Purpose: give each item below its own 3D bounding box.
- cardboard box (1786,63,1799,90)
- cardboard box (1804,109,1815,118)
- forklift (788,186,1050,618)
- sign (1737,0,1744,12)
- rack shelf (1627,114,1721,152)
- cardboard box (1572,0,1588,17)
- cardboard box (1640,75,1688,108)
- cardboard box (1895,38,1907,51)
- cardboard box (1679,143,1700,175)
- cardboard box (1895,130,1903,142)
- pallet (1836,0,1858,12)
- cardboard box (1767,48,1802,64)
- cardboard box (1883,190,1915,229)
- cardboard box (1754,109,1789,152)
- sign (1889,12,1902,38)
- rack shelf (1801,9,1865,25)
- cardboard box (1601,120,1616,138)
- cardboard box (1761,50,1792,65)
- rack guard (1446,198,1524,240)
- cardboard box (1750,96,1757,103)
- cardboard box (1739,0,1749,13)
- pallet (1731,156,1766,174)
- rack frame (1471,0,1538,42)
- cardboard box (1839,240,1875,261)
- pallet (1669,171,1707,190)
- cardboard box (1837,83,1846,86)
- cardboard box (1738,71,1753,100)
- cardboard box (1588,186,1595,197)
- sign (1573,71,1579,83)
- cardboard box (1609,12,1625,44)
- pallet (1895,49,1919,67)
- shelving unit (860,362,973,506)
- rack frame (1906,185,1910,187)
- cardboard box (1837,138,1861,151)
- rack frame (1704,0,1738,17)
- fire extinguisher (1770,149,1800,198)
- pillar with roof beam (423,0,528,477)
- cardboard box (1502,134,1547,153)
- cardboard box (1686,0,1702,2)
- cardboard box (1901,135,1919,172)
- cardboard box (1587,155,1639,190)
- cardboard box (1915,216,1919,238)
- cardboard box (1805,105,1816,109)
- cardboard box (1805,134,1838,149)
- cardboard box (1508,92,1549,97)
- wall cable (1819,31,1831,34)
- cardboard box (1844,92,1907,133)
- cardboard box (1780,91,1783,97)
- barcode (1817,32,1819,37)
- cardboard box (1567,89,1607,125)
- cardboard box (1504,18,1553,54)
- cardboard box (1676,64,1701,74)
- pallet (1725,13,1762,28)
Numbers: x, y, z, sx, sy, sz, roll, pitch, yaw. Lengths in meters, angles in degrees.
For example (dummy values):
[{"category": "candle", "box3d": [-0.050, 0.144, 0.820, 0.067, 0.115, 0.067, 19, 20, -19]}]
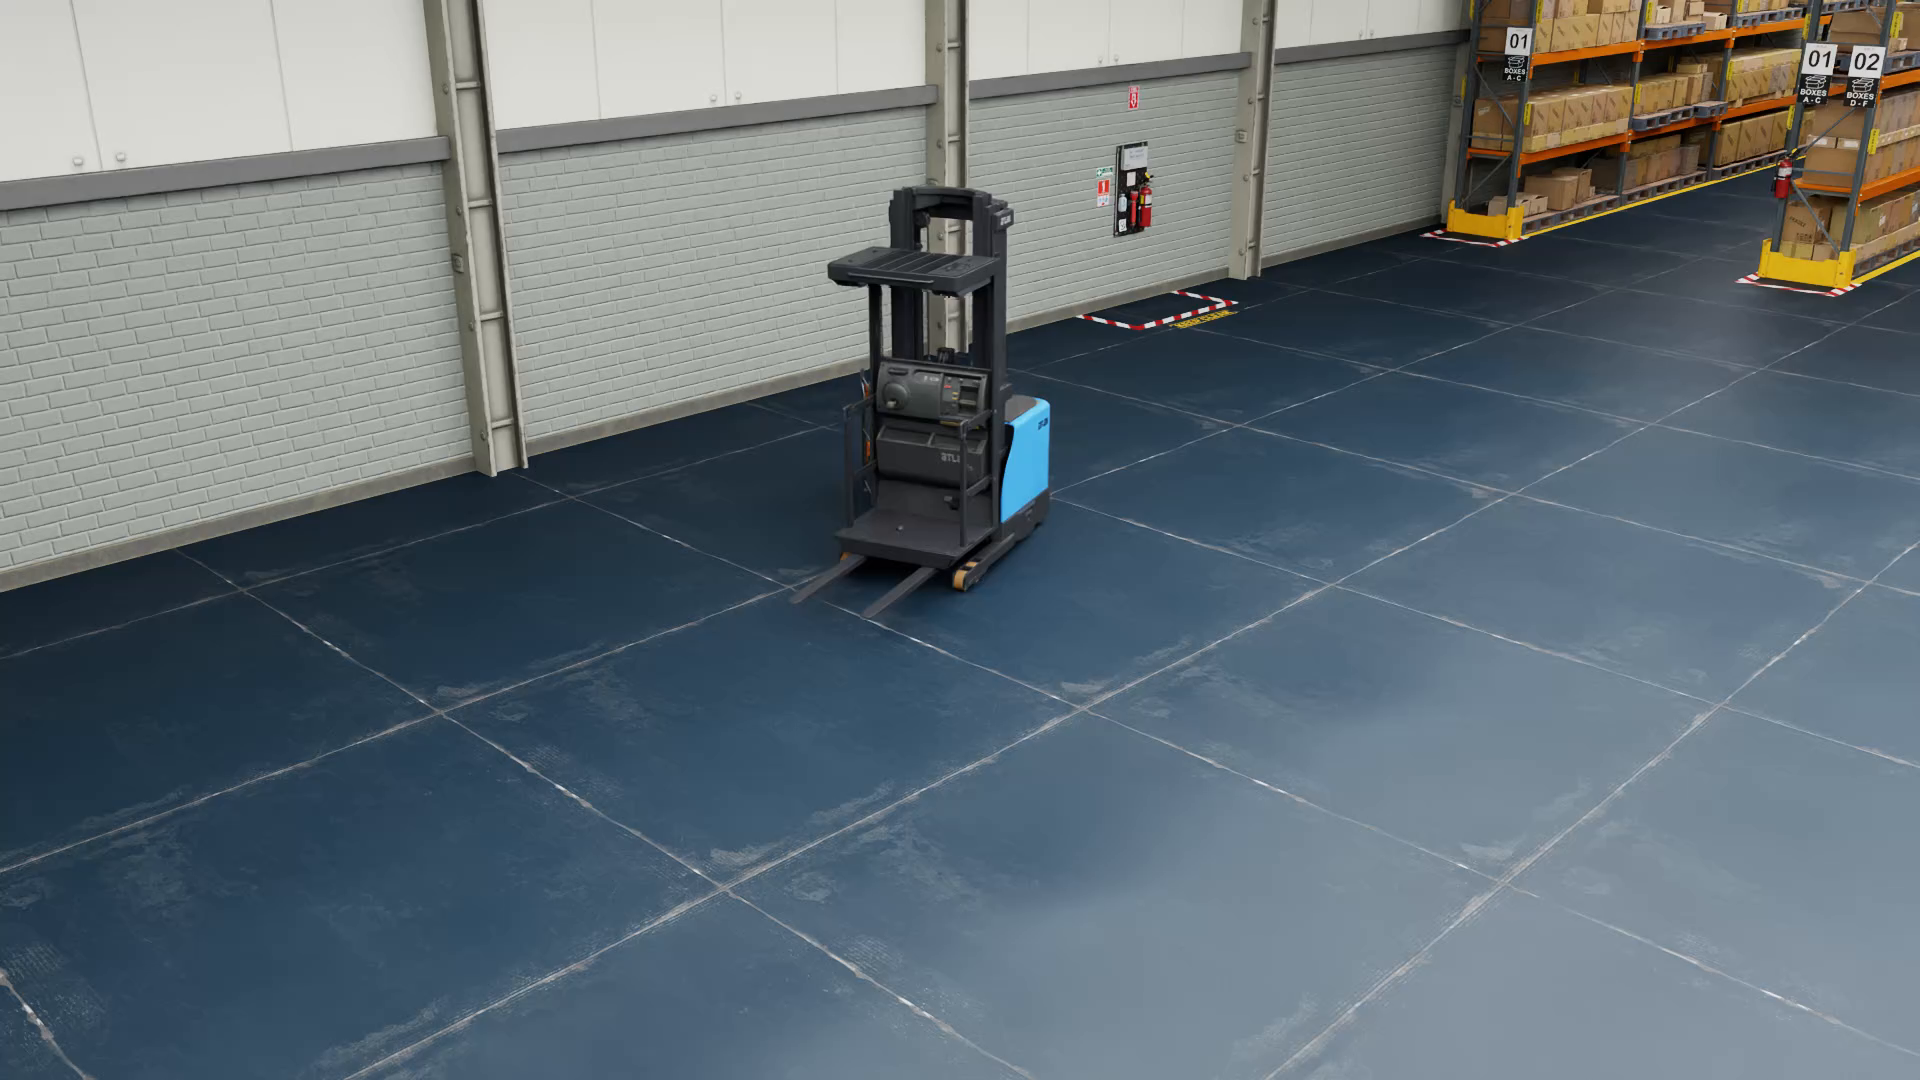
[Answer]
[{"category": "cardboard box", "box3d": [16.590, -9.405, 33.643, 0.500, 0.500, 0.500, 19, 28, 40]}, {"category": "cardboard box", "box3d": [18.061, -9.067, 35.340, 0.380, 0.149, 0.250, 18, 28, 39]}, {"category": "forklift", "box3d": [-0.312, -1.148, 12.837, 1.130, 2.935, 3.031, 10, 23, 23]}, {"category": "sign", "box3d": [14.329, -9.869, 30.530, 0.100, 0.325, 0.005, 19, 28, 41]}, {"category": "rack shelf", "box3d": [12.546, -7.514, 30.307, 1.077, 0.370, 4.000, 19, 28, 41]}, {"category": "cardboard box", "box3d": [9.539, -8.519, 26.178, 0.500, 0.500, 0.500, -19, 28, -41]}, {"category": "cardboard box", "box3d": [12.768, -8.167, 30.250, 0.700, 0.500, 0.500, 19, 28, 41]}, {"category": "cardboard box", "box3d": [12.860, -6.871, 23.021, 0.380, 0.149, 0.250, 19, 28, 41]}, {"category": "cardboard box", "box3d": [13.477, -7.204, 31.370, 0.500, 0.500, 0.700, -20, 29, -41]}, {"category": "cardboard box", "box3d": [13.238, -5.796, 23.793, 0.380, 0.149, 0.250, 19, 28, 40]}, {"category": "pallet", "box3d": [18.161, -11.271, 35.021, 1.003, 0.211, 1.213, 19, 28, 41]}, {"category": "cardboard box", "box3d": [16.589, -9.753, 33.503, 0.500, 0.250, 0.500, -19, 28, -41]}, {"category": "cardboard box", "box3d": [13.833, -4.930, 24.785, 0.500, 0.500, 0.500, 19, 28, 41]}, {"category": "cardboard box", "box3d": [16.372, -8.385, 33.982, 0.750, 0.750, 0.750, 20, 28, 41]}, {"category": "sign", "box3d": [12.306, -6.773, 21.868, 0.100, 0.325, 0.005, 19, 28, 41]}, {"category": "rack shelf", "box3d": [18.127, -10.970, 35.119, 1.077, 0.370, 4.000, 19, 28, 41]}, {"category": "cardboard box", "box3d": [10.684, -6.951, 28.022, 0.500, 0.250, 0.500, 19, 28, 41]}, {"category": "cardboard box", "box3d": [16.226, -9.624, 33.167, 0.500, 0.250, 0.500, -19, 28, -41]}, {"category": "rack guard", "box3d": [8.414, -5.160, 26.665, 1.175, 0.500, 0.348, 19, 28, 41]}, {"category": "cardboard box", "box3d": [15.399, -8.680, 32.660, 0.380, 0.149, 0.250, 19, 28, 41]}, {"category": "cardboard box", "box3d": [14.571, -10.304, 31.631, 0.700, 0.500, 0.500, 17, 27, 38]}, {"category": "pallet", "box3d": [15.396, -7.558, 33.306, 1.003, 0.211, 1.213, 19, 28, 41]}, {"category": "rack frame", "box3d": [8.361, -9.108, 25.089, 1.000, 3.000, 0.127, 19, 28, 41]}, {"category": "cardboard box", "box3d": [12.792, -4.193, 23.911, 0.500, 0.250, 0.500, 19, 28, 41]}, {"category": "pallet", "box3d": [13.395, -6.862, 31.494, 1.003, 0.211, 1.213, 19, 28, 41]}, {"category": "cardboard box", "box3d": [18.674, -10.237, 35.971, 0.980, 0.700, 0.700, 19, 28, 40]}, {"category": "cardboard box", "box3d": [14.836, -8.752, 31.943, 0.500, 0.500, 0.500, -19, 28, -40]}, {"category": "cardboard box", "box3d": [10.799, -6.073, 28.893, 0.380, 0.166, 0.250, 15, 26, 34]}, {"category": "sign", "box3d": [10.751, -8.014, 28.992, 0.100, 0.325, 0.005, 19, 28, 41]}, {"category": "cardboard box", "box3d": [10.614, -8.473, 27.452, 0.500, 0.500, 0.500, 16, 26, 36]}, {"category": "pallet", "box3d": [13.275, -6.918, 23.696, 1.003, 0.211, 1.213, 19, 28, 41]}, {"category": "shelving unit", "box3d": [-0.322, -0.953, 14.848, 1.048, 1.125, 0.538, -5, 22, -12]}, {"category": "rack frame", "box3d": [14.703, -6.097, 25.617, 1.000, 3.000, 0.127, 19, 28, 41]}, {"category": "cardboard box", "box3d": [12.341, -5.465, 22.930, 0.380, 0.149, 0.250, 19, 28, 40]}, {"category": "rack frame", "box3d": [13.942, -11.164, 30.439, 1.000, 3.000, 0.127, 19, 28, 41]}, {"category": "fire extinguisher", "box3d": [11.497, -5.118, 23.180, 0.296, 0.674, 0.183, 19, 28, 41]}, {"category": "pillar with roof beam", "box3d": [-1.243, -3.800, 11.279, 9.100, 9.000, 0.400, 19, 28, 41]}, {"category": "cardboard box", "box3d": [8.929, -6.293, 26.308, 0.500, 0.250, 0.500, 18, 28, 39]}, {"category": "cardboard box", "box3d": [13.274, -9.692, 30.624, 0.500, 0.500, 0.500, 19, 28, 41]}, {"category": "cardboard box", "box3d": [13.682, -5.763, 24.609, 0.500, 0.500, 0.700, -20, 28, -41]}, {"category": "cardboard box", "box3d": [11.653, -6.568, 29.713, 0.500, 0.500, 0.700, -19, 28, -40]}, {"category": "cardboard box", "box3d": [14.536, -4.835, 25.583, 0.500, 0.250, 0.500, 19, 28, 41]}, {"category": "cardboard box", "box3d": [18.345, -9.369, 36.126, 0.250, 0.149, 0.380, -20, 28, -41]}, {"category": "cardboard box", "box3d": [12.043, -5.564, 23.188, 0.380, 0.149, 0.250, 19, 28, 40]}, {"category": "cardboard box", "box3d": [9.253, -7.032, 27.187, 0.500, 0.500, 0.500, 18, 28, 39]}, {"category": "wall cable", "box3d": [19.738, -11.460, 38.156, 0.084, 1.984, 1.851, 19, 28, 41]}, {"category": "cardboard box", "box3d": [12.998, -6.117, 23.724, 0.700, 0.500, 0.500, 19, 28, 41]}, {"category": "cardboard box", "box3d": [16.327, -9.000, 33.494, 0.250, 0.149, 0.380, -19, 28, -40]}, {"category": "barcode", "box3d": [11.777, -6.938, 22.816, 0.001, 0.075, 0.075, 19, 28, 41]}, {"category": "cardboard box", "box3d": [10.340, -7.170, 27.545, 0.500, 0.500, 0.500, 18, 28, 39]}, {"category": "cardboard box", "box3d": [8.773, -7.787, 25.667, 0.500, 0.500, 0.500, -19, 28, -41]}, {"category": "cardboard box", "box3d": [13.508, -8.736, 30.827, 0.380, 0.149, 0.250, 14, 25, 32]}, {"category": "pallet", "box3d": [14.353, -9.855, 31.477, 1.003, 0.211, 1.213, -19, 28, -40]}]
